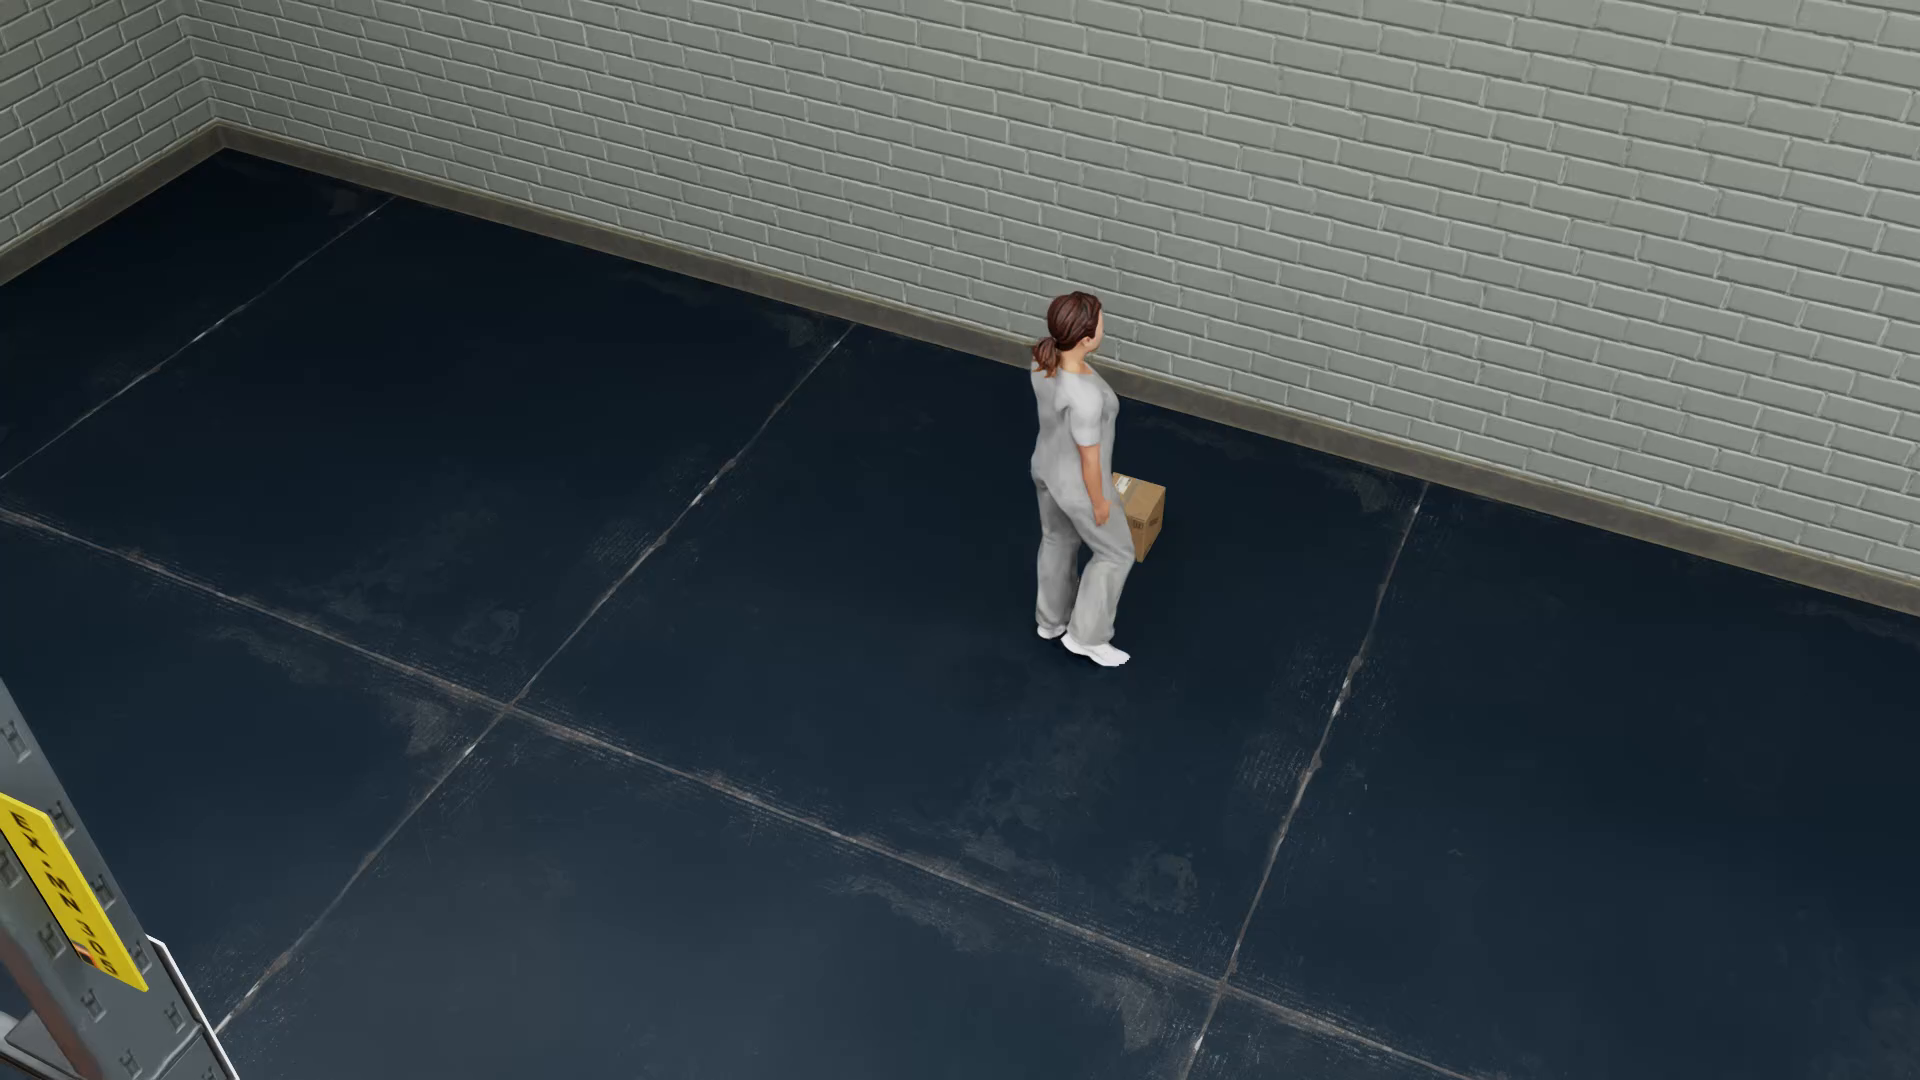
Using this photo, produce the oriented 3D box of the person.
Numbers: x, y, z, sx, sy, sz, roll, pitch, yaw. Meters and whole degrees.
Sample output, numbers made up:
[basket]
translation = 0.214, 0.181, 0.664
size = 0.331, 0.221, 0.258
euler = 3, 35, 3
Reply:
[person]
translation = 0.449, -0.209, 6.413
size = 0.404, 1.716, 0.498
euler = -18, 45, -19
